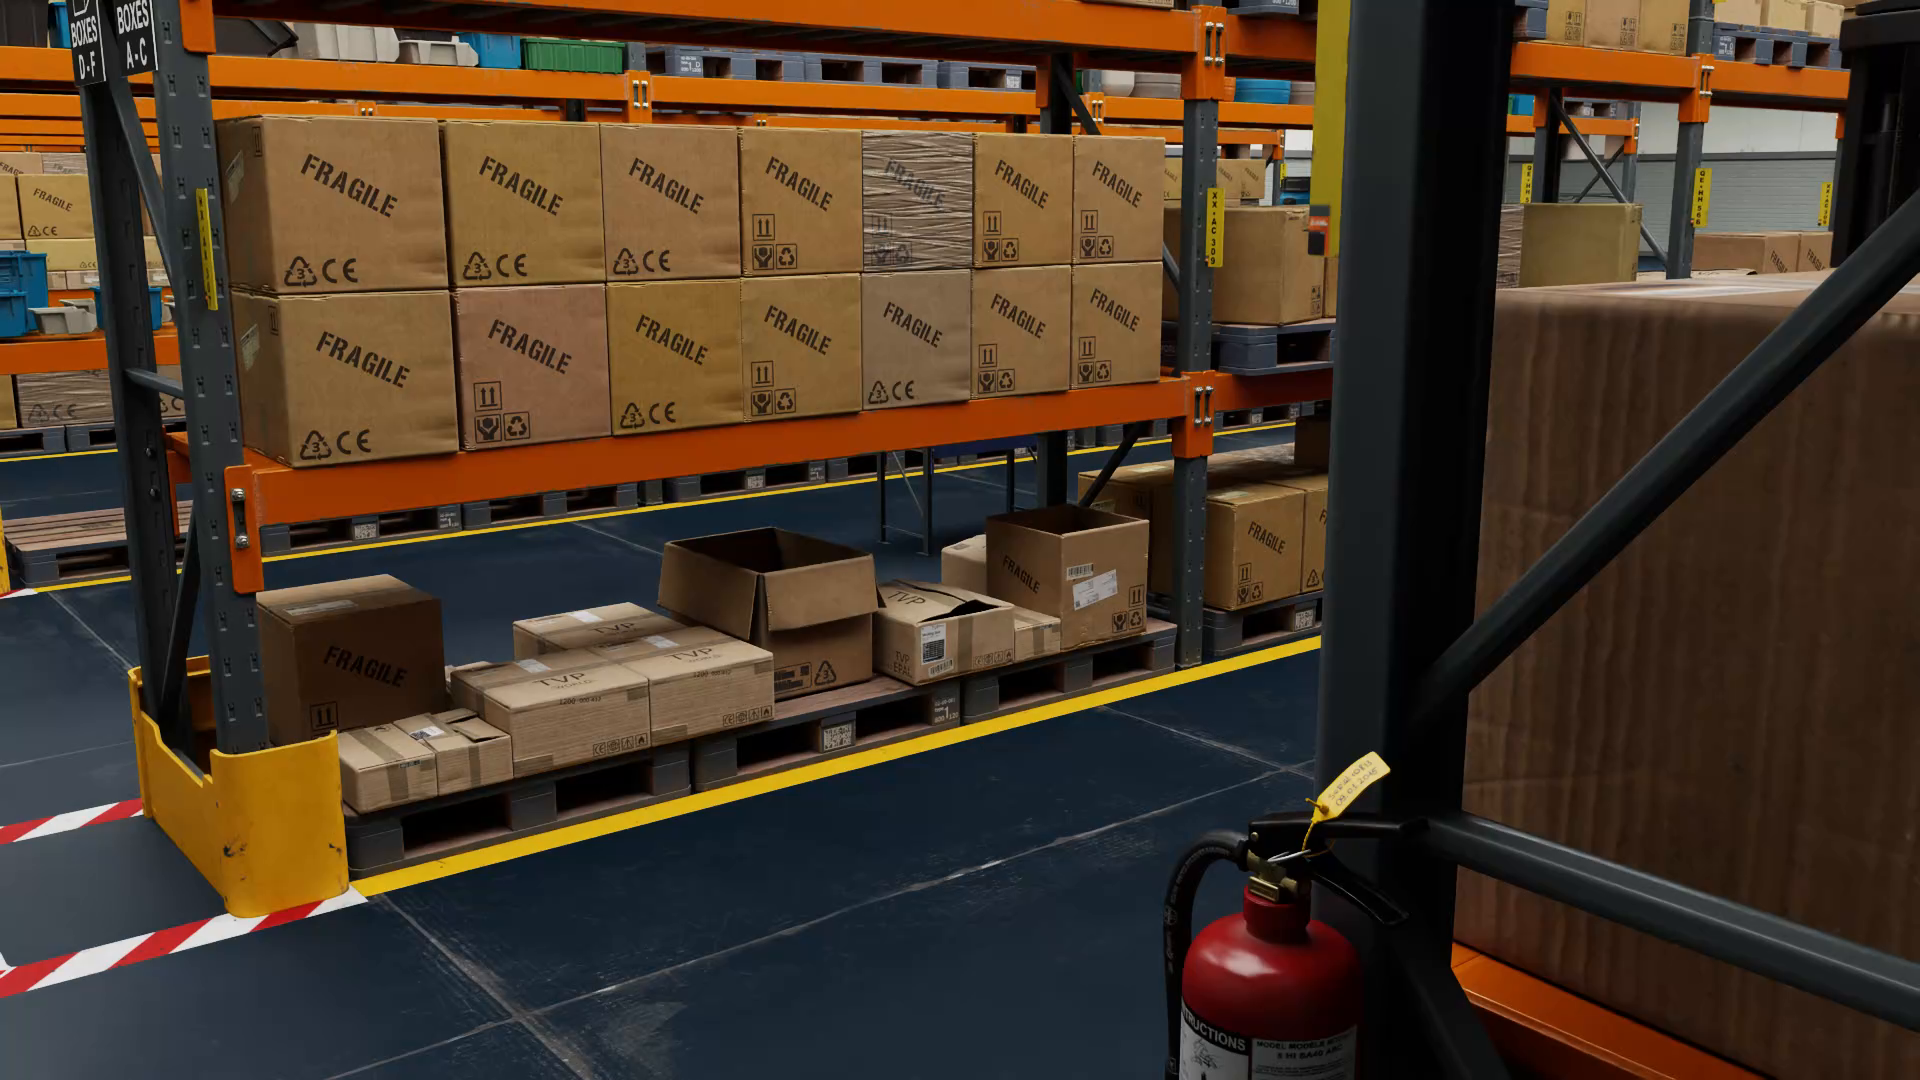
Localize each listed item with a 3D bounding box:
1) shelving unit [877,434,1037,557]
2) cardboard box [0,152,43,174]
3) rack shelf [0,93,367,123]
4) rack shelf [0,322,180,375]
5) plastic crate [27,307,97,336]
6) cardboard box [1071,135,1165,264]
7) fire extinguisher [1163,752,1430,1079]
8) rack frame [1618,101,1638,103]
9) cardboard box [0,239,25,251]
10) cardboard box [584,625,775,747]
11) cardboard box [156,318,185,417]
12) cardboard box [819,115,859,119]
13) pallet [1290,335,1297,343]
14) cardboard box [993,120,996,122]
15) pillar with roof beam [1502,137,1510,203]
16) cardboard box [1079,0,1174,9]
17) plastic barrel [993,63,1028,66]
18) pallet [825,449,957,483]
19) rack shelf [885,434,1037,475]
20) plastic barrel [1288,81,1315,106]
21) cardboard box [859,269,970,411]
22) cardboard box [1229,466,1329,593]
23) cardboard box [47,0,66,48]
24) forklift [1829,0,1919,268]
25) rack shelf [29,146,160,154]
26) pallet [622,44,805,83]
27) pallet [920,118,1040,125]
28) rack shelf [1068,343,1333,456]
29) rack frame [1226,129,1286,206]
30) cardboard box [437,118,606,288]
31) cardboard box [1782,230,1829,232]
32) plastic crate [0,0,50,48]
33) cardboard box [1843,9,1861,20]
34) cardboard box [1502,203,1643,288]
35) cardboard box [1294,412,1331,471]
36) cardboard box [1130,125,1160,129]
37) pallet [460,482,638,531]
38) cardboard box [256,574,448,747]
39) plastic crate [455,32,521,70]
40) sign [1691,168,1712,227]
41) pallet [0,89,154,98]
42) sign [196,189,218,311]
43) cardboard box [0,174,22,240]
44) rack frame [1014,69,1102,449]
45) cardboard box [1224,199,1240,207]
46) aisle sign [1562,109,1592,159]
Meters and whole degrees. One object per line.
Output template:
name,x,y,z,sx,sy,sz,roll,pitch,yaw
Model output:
shelving unit,0.067,-0.745,10.010,1.048,1.500,0.538,-9,15,-38
cardboard box,-9.882,-3.779,17.322,0.500,0.500,0.500,-10,16,-39
rack shelf,-7.023,-3.440,13.603,4.000,0.370,1.077,-9,15,-38
rack shelf,-3.929,-1.169,10.131,4.000,0.370,1.077,-9,15,-38
plastic crate,-4.790,-1.169,8.888,0.298,0.136,0.250,-9,15,-38
cardboard box,0.492,-1.407,6.872,0.500,0.500,0.500,-9,15,-37
fire extinguisher,0.293,0.510,1.574,0.183,0.674,0.296,-9,15,-38
rack frame,7.003,-6.273,17.988,0.127,3.000,1.000,-9,15,-38
cardboard box,-7.639,-2.224,13.012,0.500,0.250,0.500,-10,15,-38
cardboard box,-1.016,0.518,6.015,0.500,0.250,0.500,-9,15,-38
cardboard box,-6.729,-1.561,14.347,0.875,0.875,0.875,-9,15,-38
cardboard box,-1.410,-4.583,17.616,0.500,0.250,0.500,-9,15,-36
pallet,2.332,-1.149,8.765,1.213,0.211,1.003,-9,15,-38
cardboard box,0.444,-6.394,25.133,0.250,0.149,0.380,-9,15,-37
pillar with roof beam,19.623,-12.738,48.438,0.548,9.000,9.100,-9,15,-38
cardboard box,0.511,-2.265,6.697,0.500,0.250,0.500,-9,15,-38
plastic barrel,0.311,-4.110,12.979,0.708,0.830,0.600,-9,15,-38
pallet,-0.785,-0.669,12.758,1.213,0.211,1.003,-9,15,-38
rack shelf,0.067,-0.569,10.047,1.000,0.185,0.538,-9,15,-38
plastic barrel,3.108,-4.345,14.927,0.600,0.901,0.600,0,12,0
cardboard box,-0.307,-0.785,6.349,0.500,0.500,0.500,-9,15,-36
cardboard box,1.664,-0.064,8.151,0.500,0.500,0.500,-9,15,-37
cardboard box,-7.324,-4.040,13.205,0.500,0.500,0.700,-11,16,-41
forklift,4.572,-0.871,7.159,3.031,2.935,1.130,-5,13,-22
rack shelf,-13.194,-6.371,27.406,4.000,0.370,1.077,-9,15,-38
pallet,-1.816,-3.273,11.540,1.003,0.211,1.213,-9,15,-38
pallet,0.237,-4.935,19.363,1.003,0.211,1.213,-9,15,-38
rack shelf,2.286,-0.885,8.790,4.000,0.370,1.077,-9,15,-38
rack frame,3.909,-4.141,22.395,0.127,3.000,1.000,-9,15,-38
cardboard box,-1.484,-1.080,5.329,0.500,0.500,0.500,-9,15,-37
cardboard box,5.950,-1.899,11.592,0.500,0.500,0.500,-8,14,-34
plastic crate,-5.015,-2.670,8.559,0.590,0.269,0.497,-9,15,-38
cardboard box,6.057,-3.464,11.335,0.500,0.250,0.500,-11,17,-43
cardboard box,3.427,-1.650,9.412,0.700,0.500,0.500,7,14,31
cardboard box,2.035,-0.489,8.349,0.500,0.250,0.500,-9,15,-38
cardboard box,2.102,-5.165,20.357,0.500,0.250,0.500,-10,16,-40
pallet,-2.917,-0.315,11.089,1.213,0.211,1.003,-9,15,-38
cardboard box,-2.128,0.439,5.783,0.500,0.500,0.500,-9,15,-38
plastic crate,-2.878,-2.996,10.184,0.300,0.233,0.416,-9,15,-38
sign,4.194,-1.937,9.416,0.005,0.325,0.100,-9,15,-38
pallet,-7.058,-3.746,13.526,1.213,0.211,1.003,-9,15,-38
sign,-2.060,-0.793,4.544,0.005,0.325,0.100,-9,15,-38
cardboard box,-7.651,-2.588,12.917,0.500,0.500,0.500,-10,16,-39
rack frame,0.757,-2.300,13.723,0.127,3.000,1.000,-9,15,-38
cardboard box,3.147,-4.184,21.641,0.500,0.500,0.875,-9,15,-38
aisle sign,6.877,-4.666,18.609,0.004,0.787,0.394,-9,15,-38
